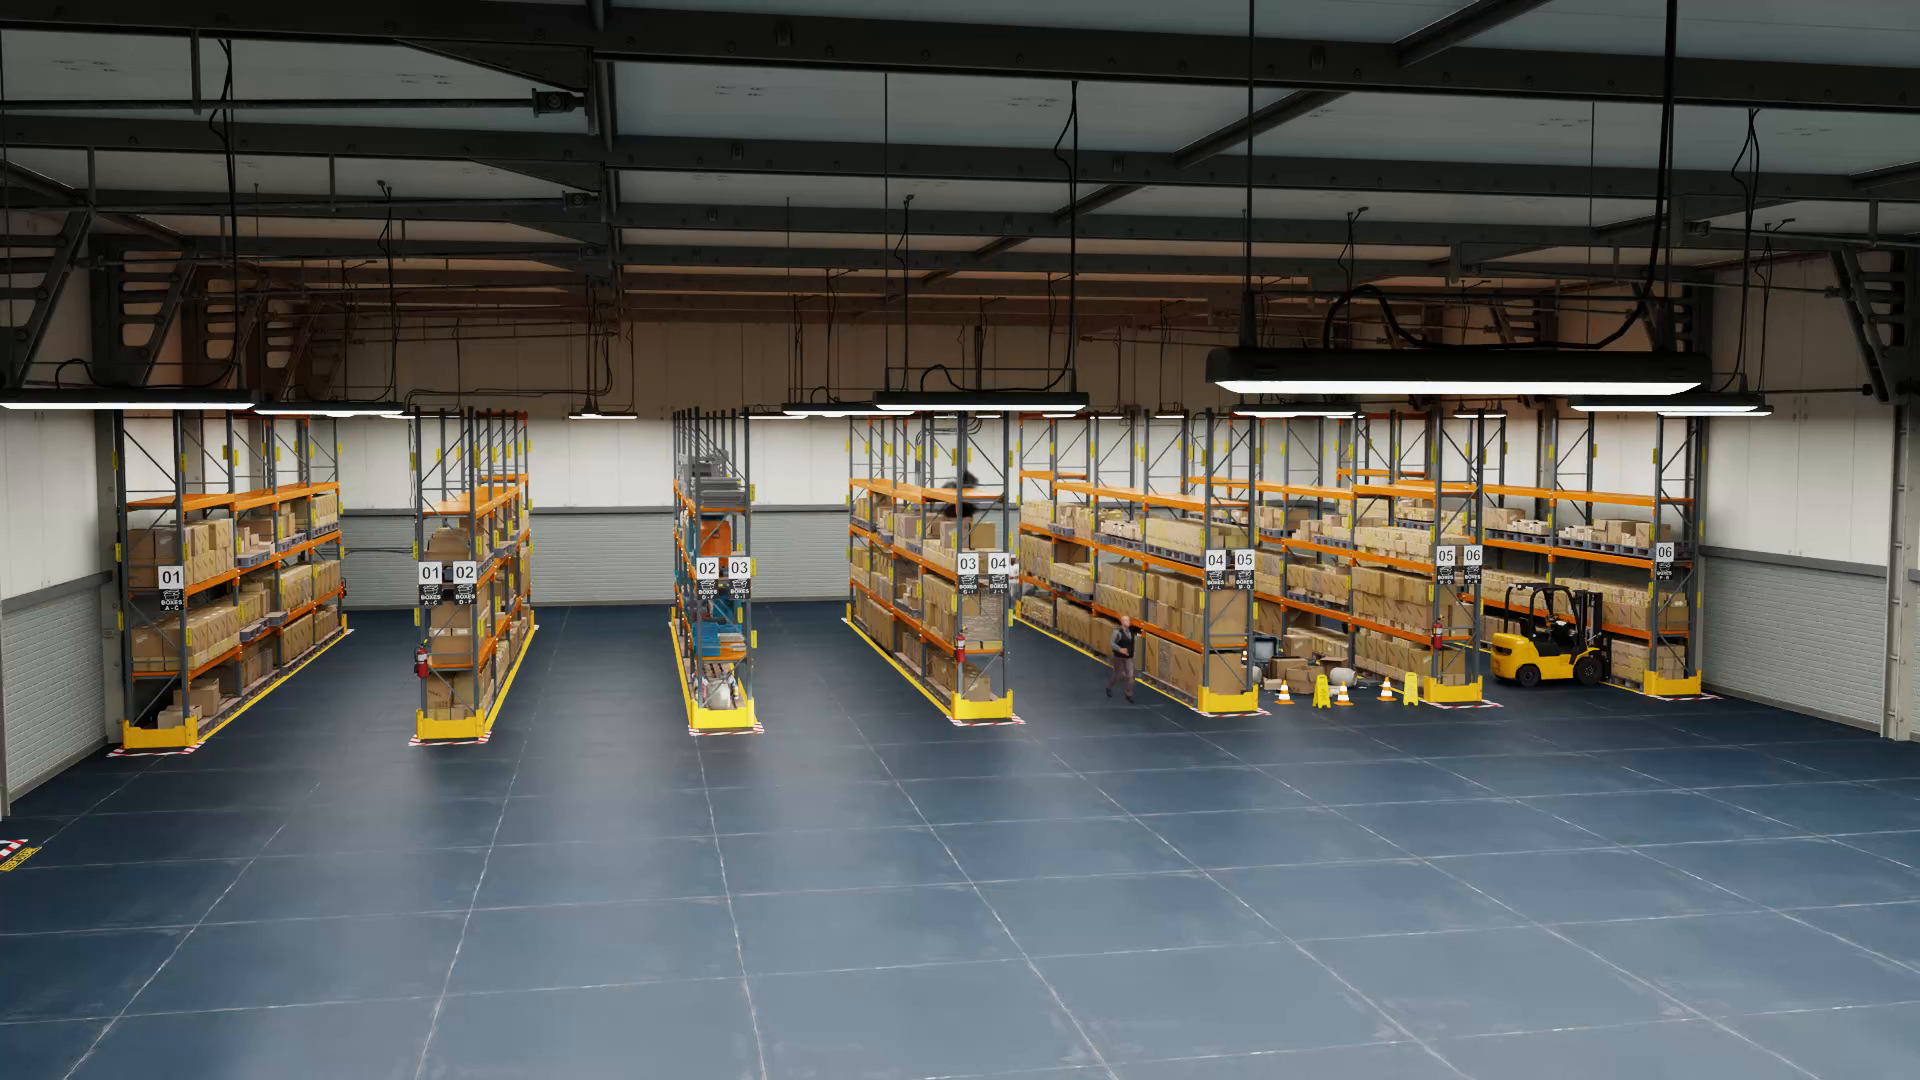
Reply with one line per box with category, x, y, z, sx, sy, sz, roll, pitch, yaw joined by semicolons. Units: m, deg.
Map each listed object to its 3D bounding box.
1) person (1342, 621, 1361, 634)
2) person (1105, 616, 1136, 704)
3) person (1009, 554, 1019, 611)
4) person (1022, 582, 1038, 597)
person;10.117;1.897;43.026;0.517;1.584;0.983;-1;4;-11
person;3.275;2.374;33.365;0.682;1.716;0.916;-3;5;-33
person;1.556;1.285;50.257;0.587;1.722;0.695;-4;6;-43
person;2.121;1.315;49.948;0.588;1.716;0.709;2;4;24
